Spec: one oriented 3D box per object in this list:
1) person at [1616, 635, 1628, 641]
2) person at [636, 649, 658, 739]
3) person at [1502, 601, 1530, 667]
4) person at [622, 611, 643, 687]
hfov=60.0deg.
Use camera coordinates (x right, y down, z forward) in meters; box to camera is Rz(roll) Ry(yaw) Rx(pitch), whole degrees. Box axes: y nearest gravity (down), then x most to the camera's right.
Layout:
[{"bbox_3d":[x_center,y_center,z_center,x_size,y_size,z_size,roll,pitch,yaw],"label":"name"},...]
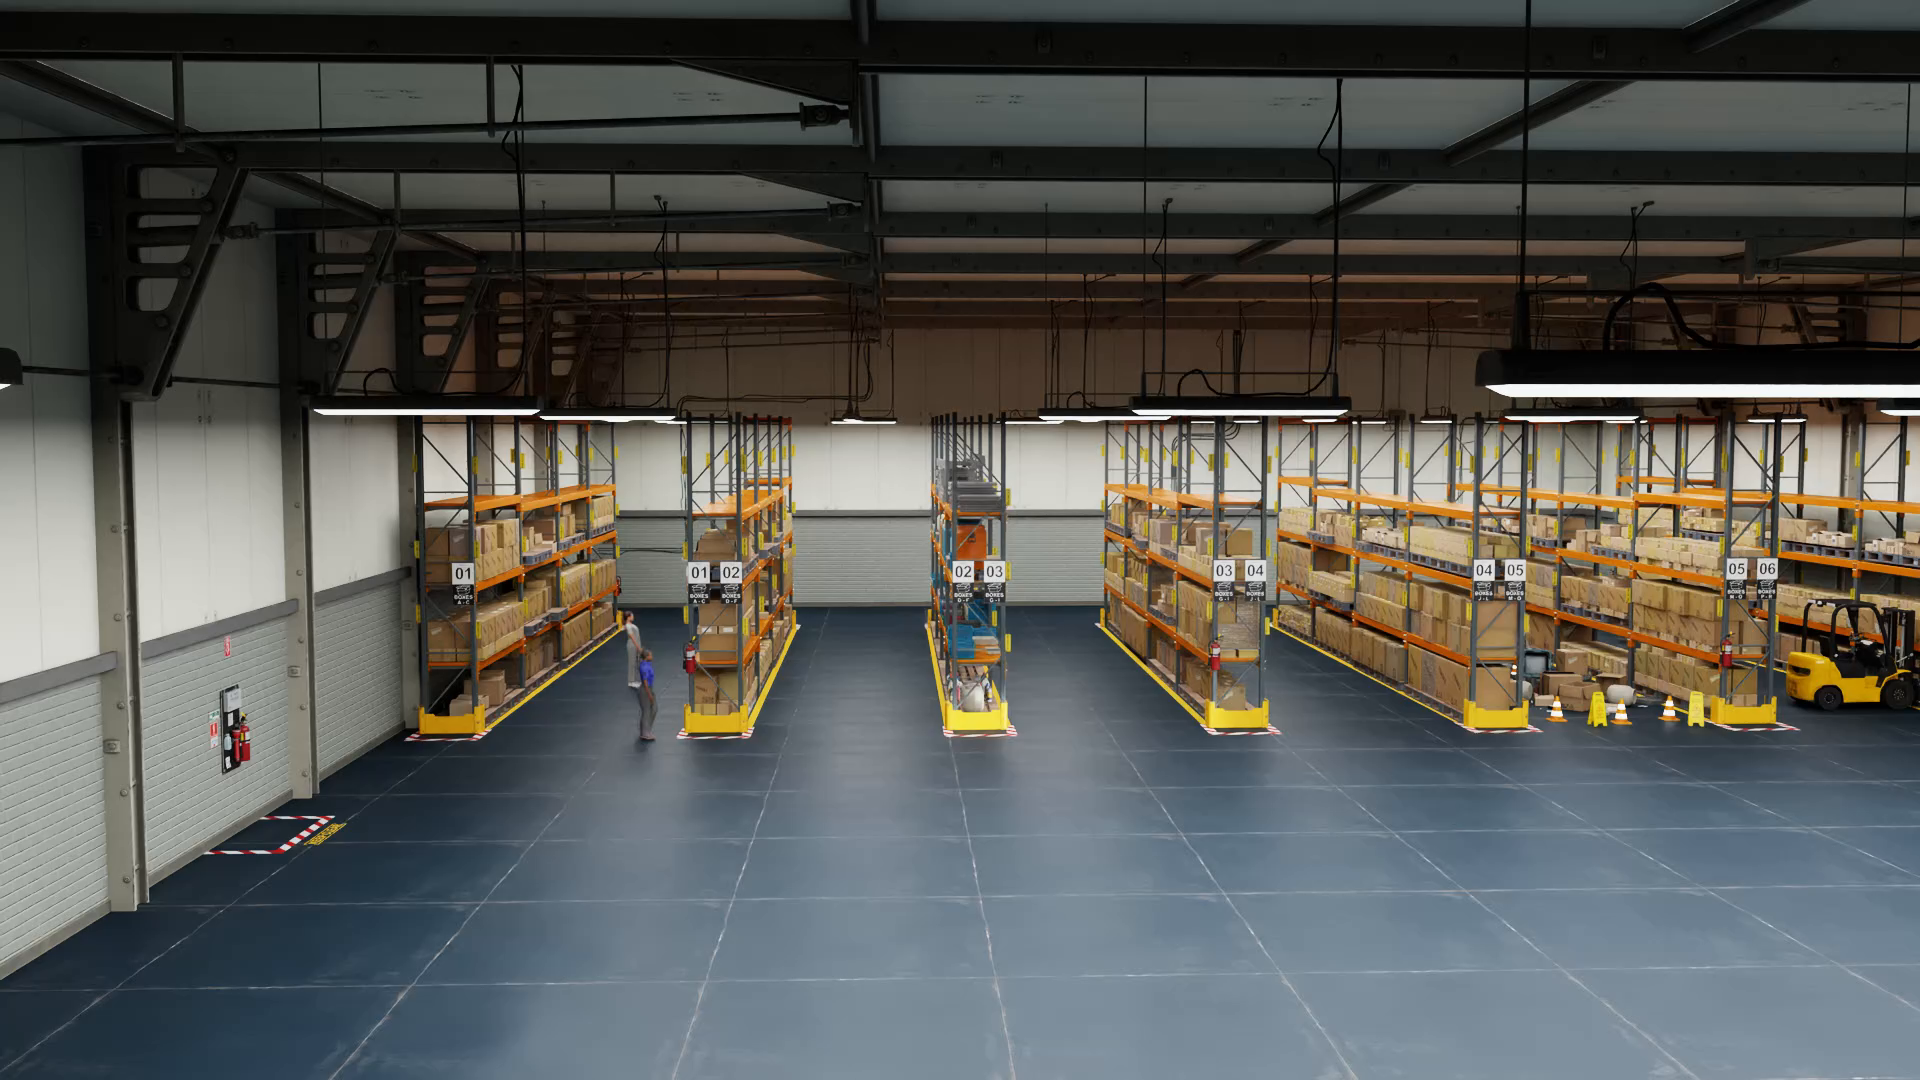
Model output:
[{"bbox_3d":[17.661,1.829,44.327,0.612,1.817,0.604,-2,4,-24],"label":"person"},{"bbox_3d":[-5.754,2.850,30.586,0.355,1.718,0.506,0,4,5],"label":"person"},{"bbox_3d":[13.294,2.215,39.477,0.614,1.641,0.871,-4,5,-45],"label":"person"},{"bbox_3d":[-7.167,2.420,36.625,0.538,1.692,0.476,1,4,20],"label":"person"}]
